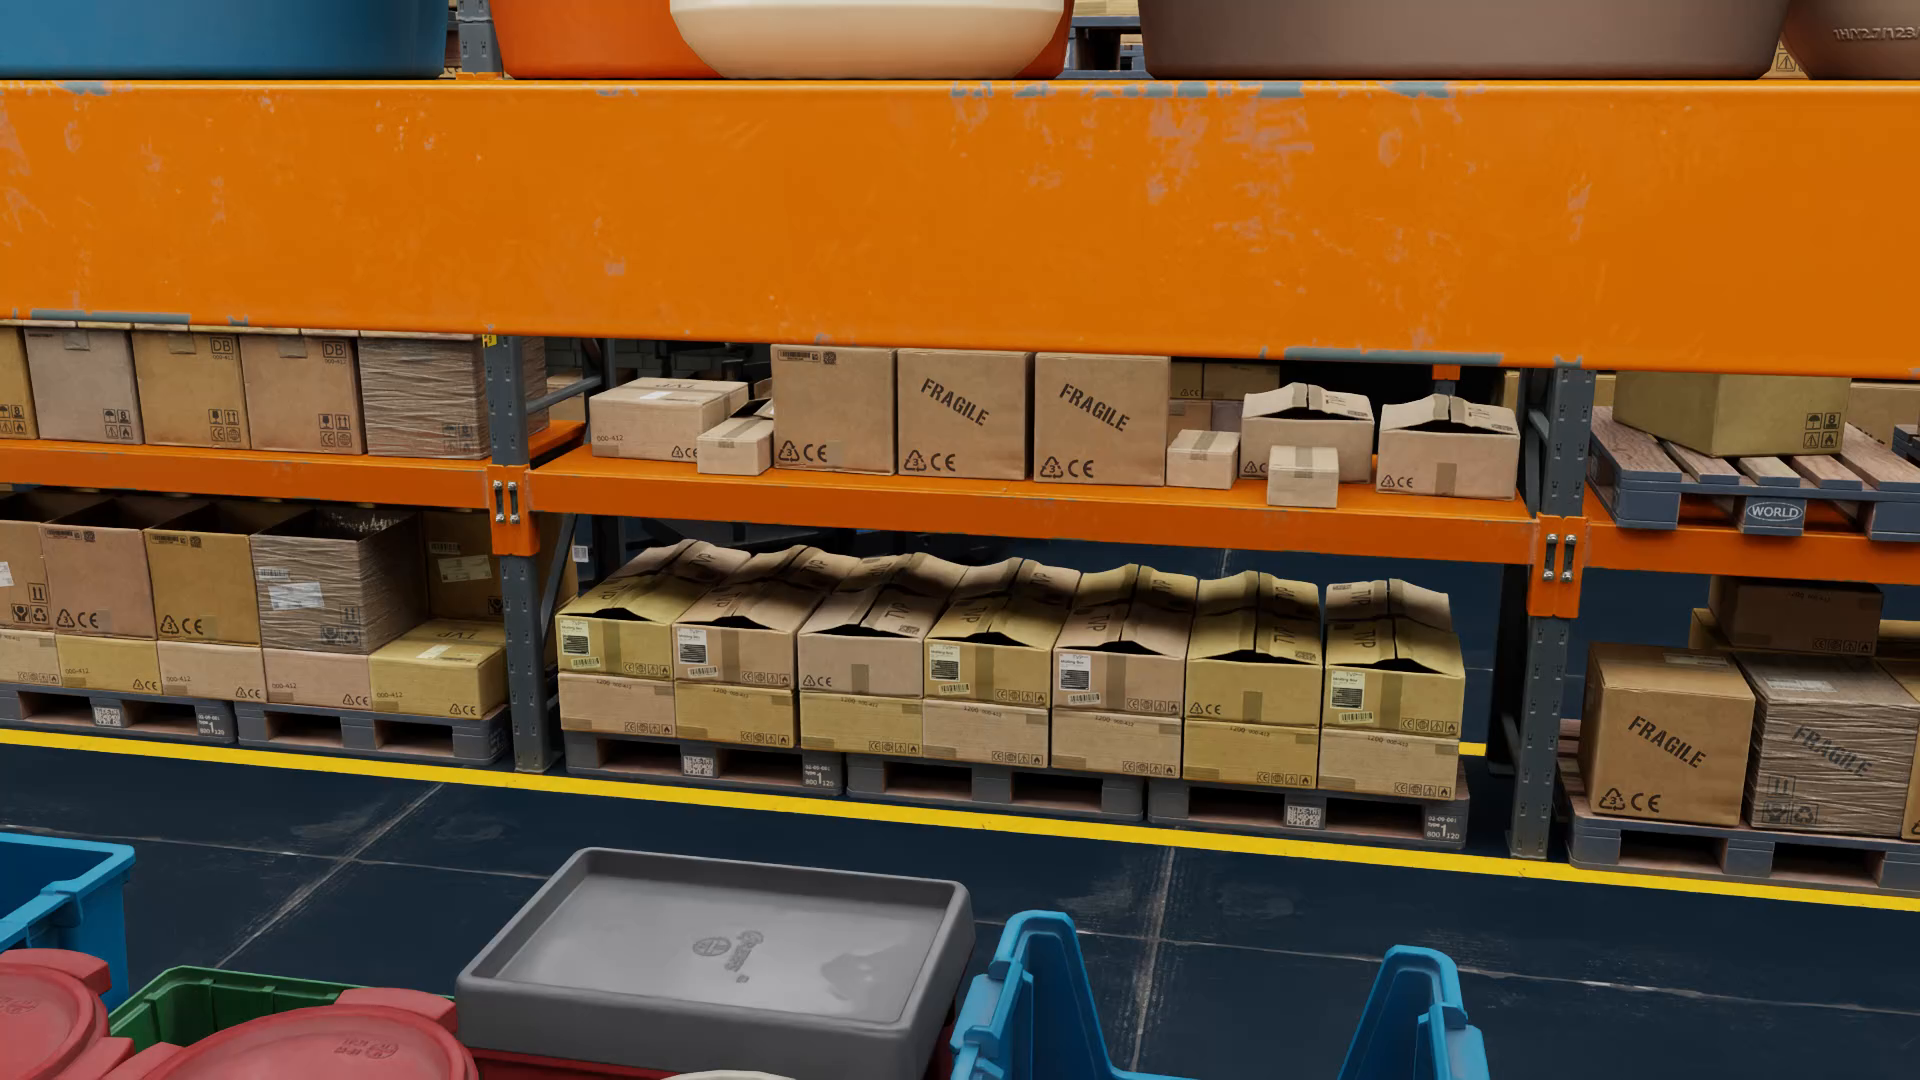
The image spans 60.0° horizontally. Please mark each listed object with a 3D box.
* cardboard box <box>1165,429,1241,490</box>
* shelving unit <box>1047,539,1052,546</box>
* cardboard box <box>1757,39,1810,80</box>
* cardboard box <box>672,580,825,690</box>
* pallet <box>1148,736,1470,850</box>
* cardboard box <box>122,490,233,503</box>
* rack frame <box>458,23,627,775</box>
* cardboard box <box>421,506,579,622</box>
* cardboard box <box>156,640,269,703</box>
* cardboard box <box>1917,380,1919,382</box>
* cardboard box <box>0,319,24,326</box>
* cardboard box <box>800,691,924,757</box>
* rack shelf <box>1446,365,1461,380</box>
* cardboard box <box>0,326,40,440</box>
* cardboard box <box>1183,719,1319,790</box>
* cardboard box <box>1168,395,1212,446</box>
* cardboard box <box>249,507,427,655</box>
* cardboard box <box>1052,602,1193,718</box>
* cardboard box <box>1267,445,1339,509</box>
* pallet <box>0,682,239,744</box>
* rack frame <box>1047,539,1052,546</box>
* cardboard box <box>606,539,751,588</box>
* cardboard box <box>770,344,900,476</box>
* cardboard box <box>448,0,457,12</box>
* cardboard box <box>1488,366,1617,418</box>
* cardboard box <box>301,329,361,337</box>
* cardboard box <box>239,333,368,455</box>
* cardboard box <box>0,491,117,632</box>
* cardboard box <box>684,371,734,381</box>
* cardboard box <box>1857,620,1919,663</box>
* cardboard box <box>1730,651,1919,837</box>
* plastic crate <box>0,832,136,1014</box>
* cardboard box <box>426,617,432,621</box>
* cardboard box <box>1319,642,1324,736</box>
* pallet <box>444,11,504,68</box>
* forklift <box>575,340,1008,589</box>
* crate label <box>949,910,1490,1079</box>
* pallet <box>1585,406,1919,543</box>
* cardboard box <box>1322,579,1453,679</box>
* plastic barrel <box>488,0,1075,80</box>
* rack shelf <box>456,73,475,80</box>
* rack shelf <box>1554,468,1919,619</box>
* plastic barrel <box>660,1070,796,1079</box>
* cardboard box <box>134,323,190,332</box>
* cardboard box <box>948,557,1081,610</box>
[{"bbox_3d":[0.954,-0.316,6.483,0.250,0.149,0.380,4,16,15],"label":"cardboard box"},{"bbox_3d":[0.359,-0.590,10.375,0.503,1.200,0.258,5,16,19],"label":"shelving unit"},{"bbox_3d":[2.650,-1.863,5.792,0.500,0.500,0.910,3,16,11],"label":"cardboard box"},{"bbox_3d":[-0.860,0.371,6.847,0.500,0.311,0.500,3,16,10],"label":"cardboard box"},{"bbox_3d":[1.416,0.906,6.825,1.213,0.211,1.003,3,16,11],"label":"pallet"},{"bbox_3d":[-3.567,-0.021,7.908,0.500,0.500,0.500,3,16,11],"label":"cardboard box"},{"bbox_3d":[-1.704,-0.596,7.026,0.127,3.000,1.000,3,16,11],"label":"rack frame"},{"bbox_3d":[-2.096,0.058,7.622,0.500,0.500,0.500,3,16,11],"label":"cardboard box"},{"bbox_3d":[-3.183,0.507,7.407,0.500,0.250,0.500,3,16,11],"label":"cardboard box"},{"bbox_3d":[6.456,-0.634,10.402,0.750,0.750,0.750,3,16,12],"label":"cardboard box"},{"bbox_3d":[-4.020,-1.025,7.170,0.250,0.149,0.380,3,16,10],"label":"cardboard box"},{"bbox_3d":[-0.350,0.667,6.830,0.500,0.250,0.500,3,16,9],"label":"cardboard box"},{"bbox_3d":[5.159,-1.227,10.649,4.000,0.370,1.077,3,16,11],"label":"rack shelf"},{"bbox_3d":[-4.168,-0.775,7.482,0.500,0.500,0.700,3,16,11],"label":"cardboard box"},{"bbox_3d":[1.145,0.748,6.535,0.500,0.250,0.500,3,16,10],"label":"cardboard box"},{"bbox_3d":[1.509,-0.789,11.578,0.500,0.500,0.700,3,16,11],"label":"cardboard box"},{"bbox_3d":[-2.690,0.168,7.227,0.500,0.500,0.500,3,16,11],"label":"cardboard box"},{"bbox_3d":[0.648,0.452,6.556,0.500,0.311,0.500,3,16,11],"label":"cardboard box"},{"bbox_3d":[1.279,-0.238,6.203,0.250,0.149,0.380,3,16,11],"label":"cardboard box"},{"bbox_3d":[-3.675,0.630,7.823,1.213,0.211,1.003,3,16,11],"label":"pallet"},{"bbox_3d":[0.589,-0.569,10.297,0.015,1.200,0.240,5,16,19],"label":"rack frame"},{"bbox_3d":[-1.250,0.203,7.455,0.500,0.311,0.500,3,16,11],"label":"cardboard box"},{"bbox_3d":[-0.439,-0.572,6.749,0.500,0.500,0.500,4,16,15],"label":"cardboard box"},{"bbox_3d":[-2.145,-2.456,6.884,0.500,0.500,0.500,4,16,16],"label":"cardboard box"},{"bbox_3d":[3.893,-0.773,10.903,0.750,0.750,0.750,3,16,10],"label":"cardboard box"},{"bbox_3d":[-2.513,-0.943,6.874,0.250,0.149,0.380,3,16,9],"label":"cardboard box"},{"bbox_3d":[-2.659,-0.693,7.187,0.500,0.500,0.700,3,16,11],"label":"cardboard box"},{"bbox_3d":[-4.160,0.088,7.514,0.500,0.500,0.500,3,16,11],"label":"cardboard box"},{"bbox_3d":[-1.746,-0.945,12.142,0.500,0.500,0.500,2,16,7],"label":"cardboard box"},{"bbox_3d":[3.686,0.625,6.475,0.500,0.500,0.500,3,16,9],"label":"cardboard box"},{"bbox_3d":[3.119,0.734,6.081,0.500,0.500,0.500,3,16,9],"label":"cardboard box"},{"bbox_3d":[-1.552,0.684,2.433,0.575,0.384,0.392,3,16,11],"label":"plastic crate"},{"bbox_3d":[-2.587,0.394,7.813,0.500,0.250,0.500,3,16,11],"label":"cardboard box"},{"bbox_3d":[1.761,0.634,6.947,0.500,0.250,0.500,3,16,11],"label":"cardboard box"},{"bbox_3d":[-2.545,-2.038,6.777,1.213,0.211,1.003,3,16,11],"label":"pallet"},{"bbox_3d":[-1.236,-1.207,9.359,3.031,2.935,1.130,-9,18,-30],"label":"forklift"},{"bbox_3d":[0.305,0.771,2.022,0.616,0.435,0.502,3,16,11],"label":"crate label"},{"bbox_3d":[2.894,-0.274,6.220,1.003,0.211,1.213,3,16,11],"label":"pallet"},{"bbox_3d":[1.761,0.364,6.872,0.500,0.311,0.500,4,16,13],"label":"cardboard box"},{"bbox_3d":[-0.178,-0.876,1.611,0.708,0.830,0.600,3,16,11],"label":"plastic barrel"},{"bbox_3d":[-3.664,-1.802,7.106,4.000,0.370,1.077,3,16,11],"label":"rack shelf"},{"bbox_3d":[4.175,0.069,5.970,4.000,0.370,1.077,3,16,11],"label":"rack shelf"},{"bbox_3d":[-0.239,0.837,1.643,0.421,0.512,0.421,0,15,0],"label":"plastic barrel"},{"bbox_3d":[-3.258,-0.984,7.022,0.250,0.149,0.380,4,16,13],"label":"cardboard box"},{"bbox_3d":[0.241,0.283,7.163,0.500,0.311,0.500,3,16,10],"label":"cardboard box"}]
